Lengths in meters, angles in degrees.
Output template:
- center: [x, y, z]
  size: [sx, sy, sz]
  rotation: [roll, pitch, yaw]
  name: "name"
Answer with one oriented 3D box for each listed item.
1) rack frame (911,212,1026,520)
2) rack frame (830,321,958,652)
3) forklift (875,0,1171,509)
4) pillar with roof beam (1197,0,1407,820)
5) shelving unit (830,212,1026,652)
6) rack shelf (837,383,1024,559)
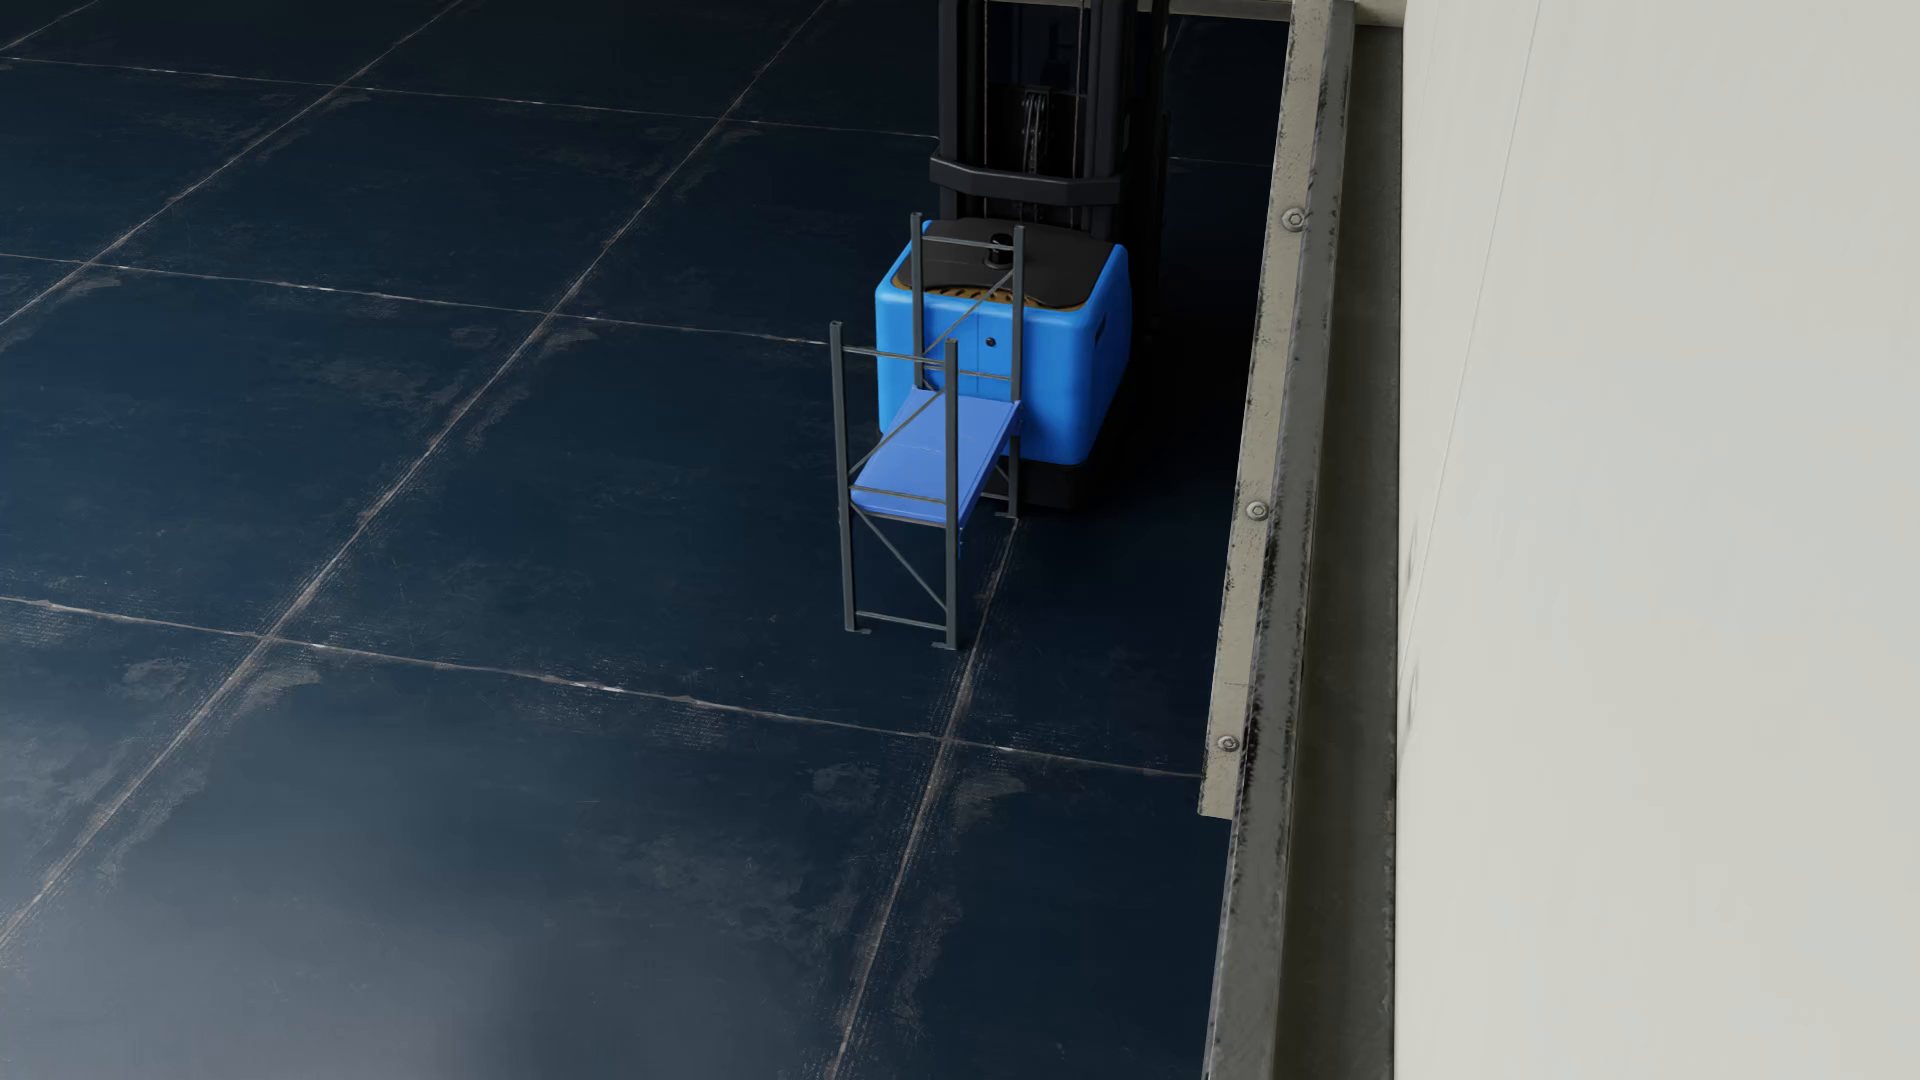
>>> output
- center: [0.033, -0.752, 7.510]
  size: [0.500, 1.500, 0.032]
  rotation: [10, 37, 13]
  name: "rack frame"
- center: [-0.252, -0.180, 6.720]
  size: [0.500, 1.500, 0.032]
  rotation: [10, 37, 13]
  name: "rack frame"
- center: [0.502, -2.196, 8.283]
  size: [1.130, 2.935, 3.031]
  rotation: [10, 37, 13]
  name: "forklift"
- center: [-3.111, -3.237, 4.548]
  size: [9.100, 9.000, 0.400]
  rotation: [7, 37, 10]
  name: "pillar with roof beam"
- center: [-0.109, -0.466, 7.115]
  size: [0.538, 1.500, 1.048]
  rotation: [10, 37, 13]
  name: "shelving unit"
- center: [-0.109, -0.320, 7.220]
  size: [0.538, 0.185, 1.000]
  rotation: [10, 37, 13]
  name: "rack shelf"
